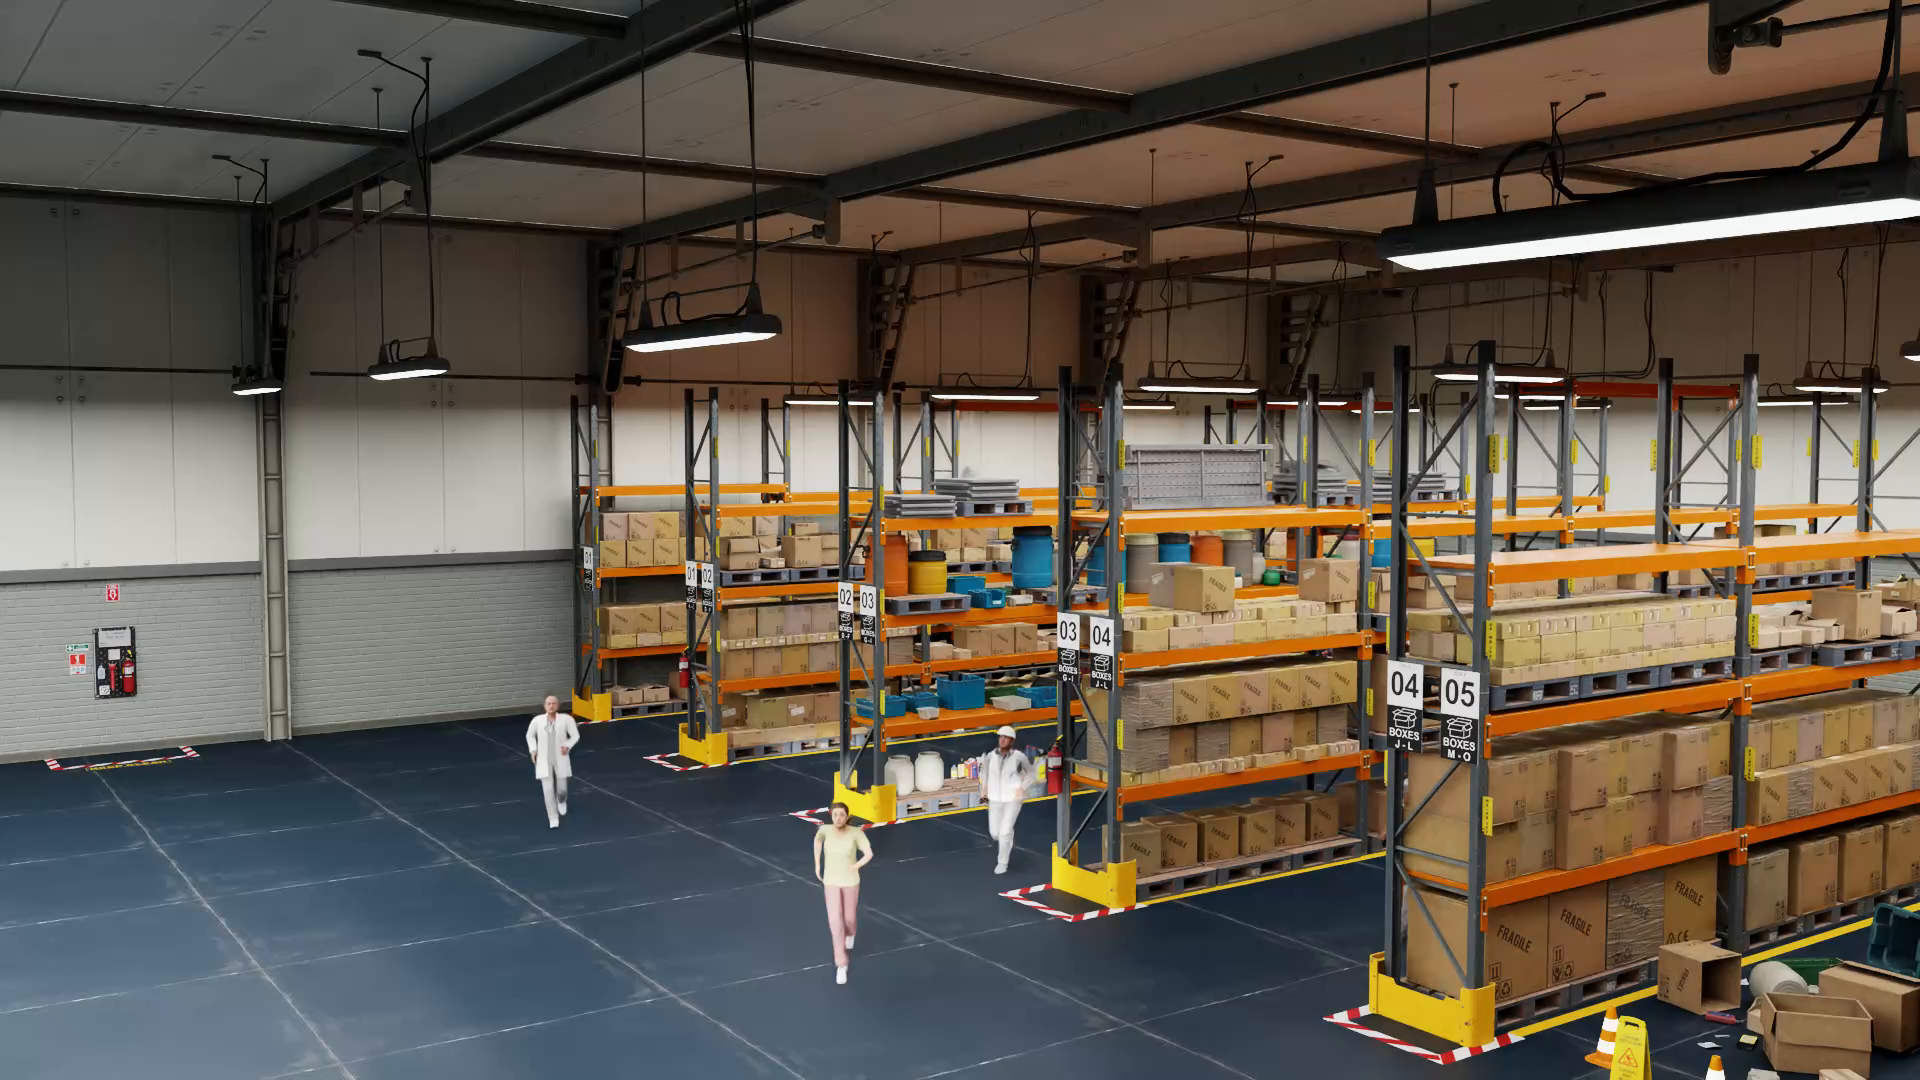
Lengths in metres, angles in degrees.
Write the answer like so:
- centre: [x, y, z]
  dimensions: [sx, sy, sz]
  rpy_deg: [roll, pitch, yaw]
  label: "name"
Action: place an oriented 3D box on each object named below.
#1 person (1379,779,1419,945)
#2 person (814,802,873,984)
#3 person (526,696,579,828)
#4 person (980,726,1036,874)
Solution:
- centre: [4.696, 3.320, 17.250]
  dimensions: [0.894, 1.712, 0.636]
  rpy_deg: [-3, 4, -38]
  label: "person"
- centre: [-1.142, 3.357, 16.212]
  dimensions: [0.599, 1.664, 1.008]
  rpy_deg: [0, 3, 4]
  label: "person"
- centre: [-5.464, 2.950, 22.308]
  dimensions: [0.704, 1.734, 0.724]
  rpy_deg: [-1, 3, -10]
  label: "person"
- centre: [0.574, 3.108, 20.054]
  dimensions: [0.670, 1.749, 0.676]
  rpy_deg: [1, 4, 22]
  label: "person"
